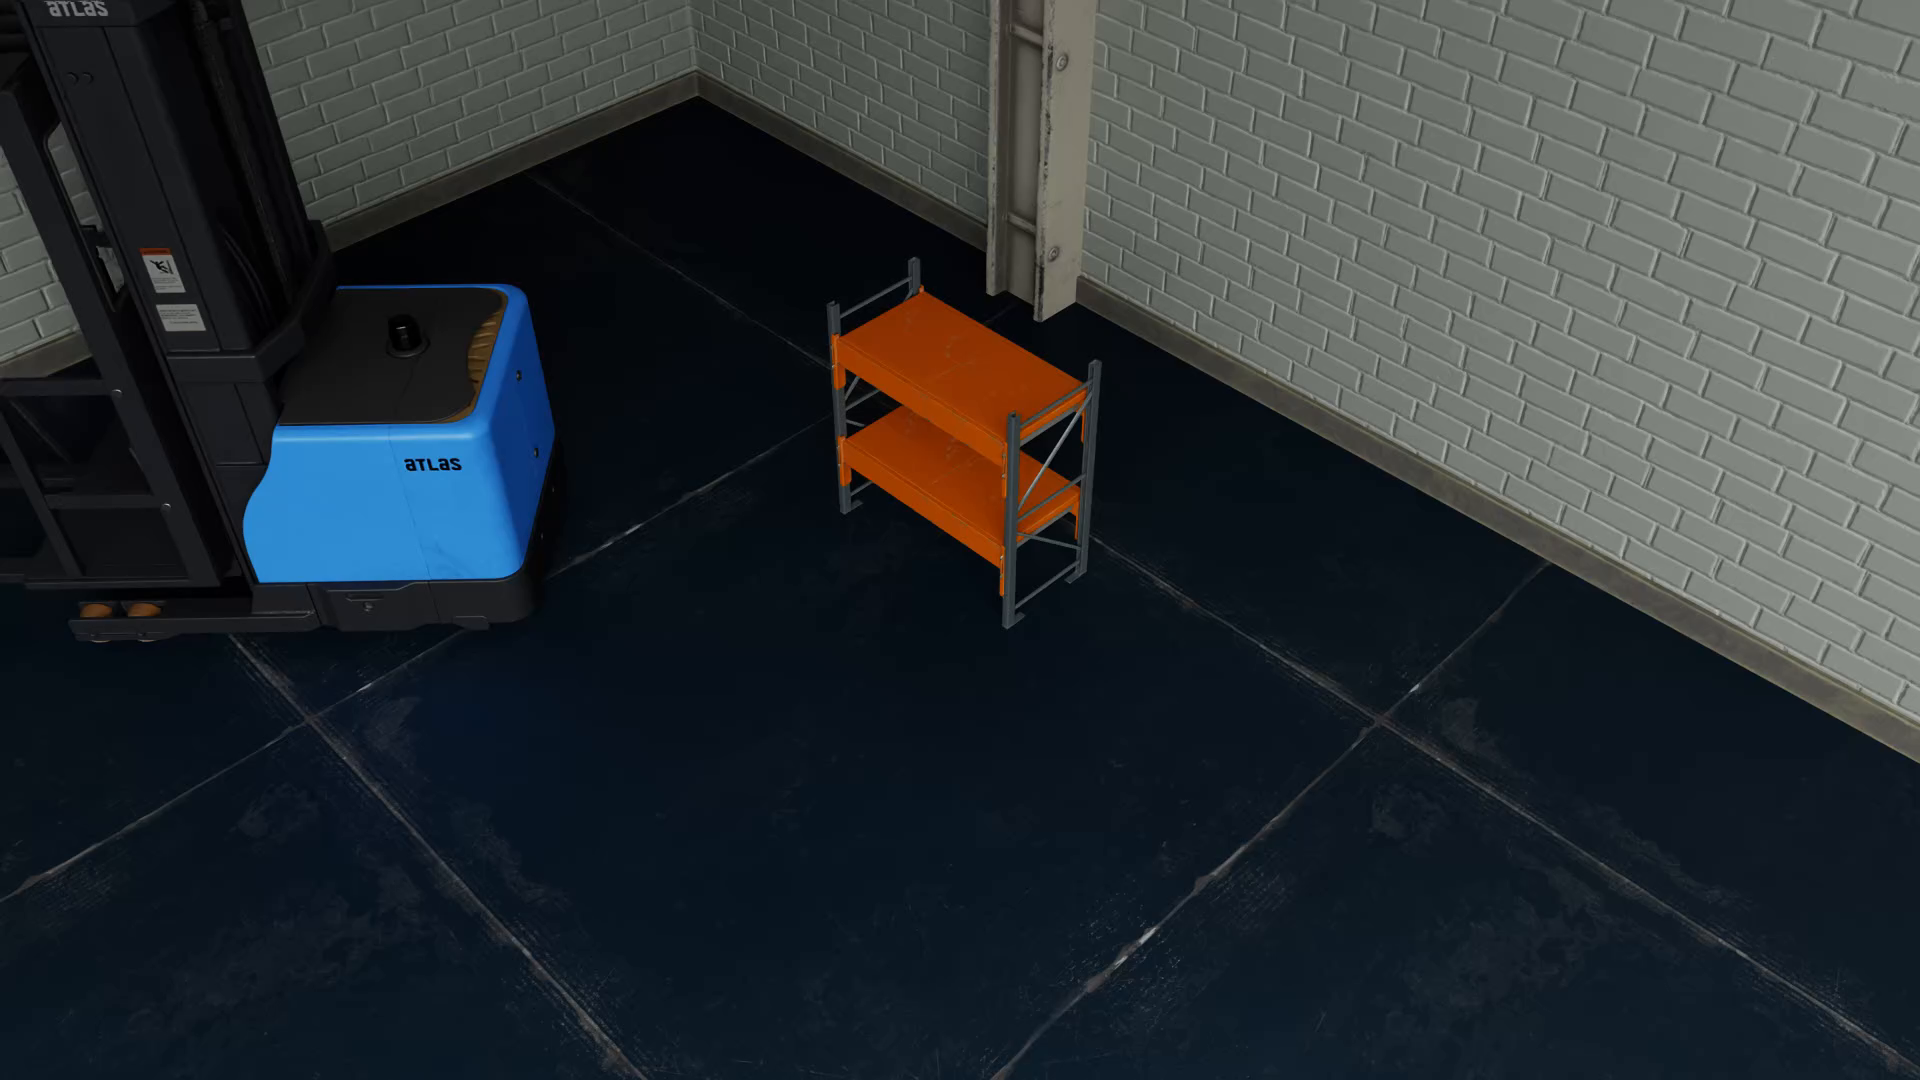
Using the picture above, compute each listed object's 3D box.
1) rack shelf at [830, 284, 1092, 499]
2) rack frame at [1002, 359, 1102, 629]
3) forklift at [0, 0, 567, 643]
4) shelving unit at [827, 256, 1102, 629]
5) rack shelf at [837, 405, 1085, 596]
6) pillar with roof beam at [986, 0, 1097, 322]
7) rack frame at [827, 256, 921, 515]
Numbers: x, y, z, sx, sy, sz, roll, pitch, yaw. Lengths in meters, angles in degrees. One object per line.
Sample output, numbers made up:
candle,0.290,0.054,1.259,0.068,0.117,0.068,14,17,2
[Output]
rack shelf,0.005,-0.625,6.783,0.538,0.278,1.000,-34,53,-31
rack frame,0.364,-0.166,6.718,0.500,1.125,0.032,-34,53,-31
forklift,-3.298,-1.016,6.307,3.031,2.935,1.130,-1,43,-1
shelving unit,0.005,-0.410,6.982,0.538,1.125,1.048,-34,53,-31
rack shelf,0.005,-0.230,7.148,0.538,0.278,1.000,-34,53,-31
pillar with roof beam,-2.667,-2.531,3.476,9.100,9.000,0.400,-34,53,-31
rack frame,-0.354,-0.654,7.246,0.500,1.125,0.032,-34,53,-31
